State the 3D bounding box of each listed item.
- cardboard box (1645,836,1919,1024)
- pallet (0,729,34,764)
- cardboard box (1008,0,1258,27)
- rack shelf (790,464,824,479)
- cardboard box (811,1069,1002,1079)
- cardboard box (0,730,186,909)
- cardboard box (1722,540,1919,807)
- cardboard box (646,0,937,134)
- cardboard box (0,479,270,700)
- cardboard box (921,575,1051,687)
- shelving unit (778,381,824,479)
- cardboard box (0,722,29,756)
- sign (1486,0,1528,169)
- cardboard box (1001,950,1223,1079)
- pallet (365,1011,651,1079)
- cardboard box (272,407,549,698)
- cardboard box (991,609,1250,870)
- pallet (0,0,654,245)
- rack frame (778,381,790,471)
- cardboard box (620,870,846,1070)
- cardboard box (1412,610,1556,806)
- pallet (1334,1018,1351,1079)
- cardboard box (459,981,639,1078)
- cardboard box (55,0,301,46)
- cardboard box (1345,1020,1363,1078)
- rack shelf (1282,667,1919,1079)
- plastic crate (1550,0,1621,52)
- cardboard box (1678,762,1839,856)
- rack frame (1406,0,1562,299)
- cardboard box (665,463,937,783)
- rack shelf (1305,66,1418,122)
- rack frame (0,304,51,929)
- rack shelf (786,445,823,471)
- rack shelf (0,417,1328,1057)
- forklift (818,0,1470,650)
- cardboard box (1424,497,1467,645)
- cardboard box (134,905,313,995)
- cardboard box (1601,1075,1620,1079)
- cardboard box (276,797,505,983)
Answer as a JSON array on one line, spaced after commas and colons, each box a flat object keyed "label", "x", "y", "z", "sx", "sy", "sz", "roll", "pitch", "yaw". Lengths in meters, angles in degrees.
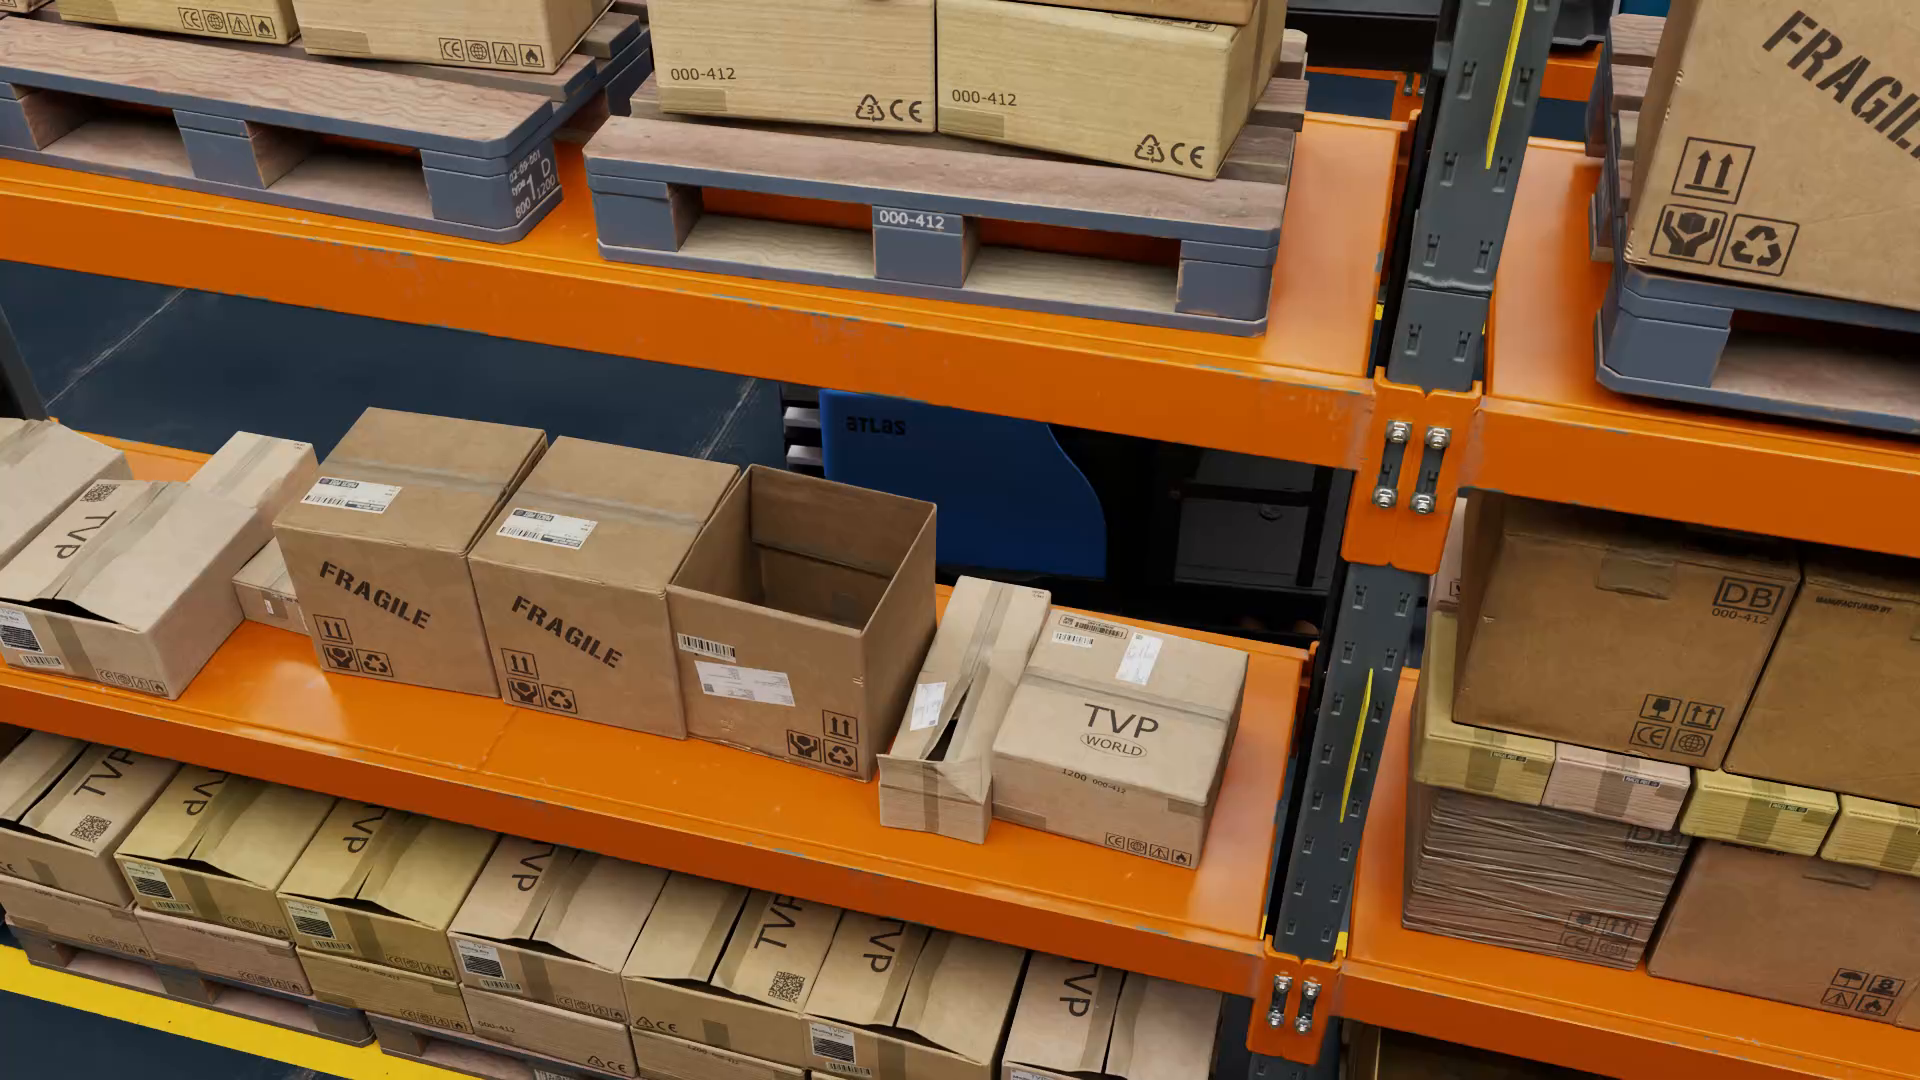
[{"label": "cardboard box", "x": 1.815, "y": 0.577, "z": 3.653, "sx": 0.500, "sy": 0.500, "sz": 0.700, "roll": 9, "pitch": 41, "yaw": 11}, {"label": "pallet", "x": -3.702, "y": 0.717, "z": 5.732, "sx": 1.213, "sy": 0.211, "sz": 1.003, "roll": 10, "pitch": 41, "yaw": 11}, {"label": "cardboard box", "x": 0.288, "y": -1.205, "z": 2.727, "sx": 0.500, "sy": 0.500, "sz": 0.500, "roll": 10, "pitch": 41, "yaw": 12}, {"label": "rack shelf", "x": -0.558, "y": -0.298, "z": 6.597, "sx": 0.200, "sy": 0.077, "sz": 0.258, "roll": 5, "pitch": 40, "yaw": 6}, {"label": "cardboard box", "x": -0.090, "y": 1.380, "z": 4.586, "sx": 0.500, "sy": 0.250, "sz": 0.500, "roll": 9, "pitch": 41, "yaw": 11}, {"label": "cardboard box", "x": -2.561, "y": 0.743, "z": 4.908, "sx": 0.500, "sy": 0.311, "sz": 0.500, "roll": 11, "pitch": 41, "yaw": 13}, {"label": "cardboard box", "x": 1.792, "y": 0.080, "z": 3.236, "sx": 0.500, "sy": 0.500, "sz": 0.700, "roll": 10, "pitch": 41, "yaw": 11}, {"label": "cardboard box", "x": -0.251, "y": -0.988, "z": 3.052, "sx": 0.500, "sy": 0.250, "sz": 0.500, "roll": 6, "pitch": 40, "yaw": 7}, {"label": "cardboard box", "x": -2.177, "y": 0.100, "z": 4.368, "sx": 0.500, "sy": 0.311, "sz": 0.500, "roll": 9, "pitch": 41, "yaw": 11}, {"label": "cardboard box", "x": 0.070, "y": 0.283, "z": 4.275, "sx": 0.250, "sy": 0.149, "sz": 0.380, "roll": 10, "pitch": 41, "yaw": 11}, {"label": "shelving unit", "x": -0.558, "y": -0.392, "z": 6.517, "sx": 0.210, "sy": 0.900, "sz": 0.258, "roll": 5, "pitch": 40, "yaw": 6}, {"label": "cardboard box", "x": -3.356, "y": 0.332, "z": 5.624, "sx": 0.500, "sy": 0.500, "sz": 0.500, "roll": 11, "pitch": 41, "yaw": 13}, {"label": "sign", "x": 0.743, "y": -0.667, "z": 2.233, "sx": 0.005, "sy": 0.325, "sz": 0.100, "roll": 10, "pitch": 41, "yaw": 11}, {"label": "cardboard box", "x": 0.408, "y": 1.250, "z": 4.305, "sx": 0.500, "sy": 0.311, "sz": 0.500, "roll": 10, "pitch": 41, "yaw": 11}, {"label": "pallet", "x": -1.031, "y": 1.230, "z": 5.122, "sx": 1.213, "sy": 0.211, "sz": 1.003, "roll": 10, "pitch": 41, "yaw": 11}, {"label": "cardboard box", "x": -1.365, "y": 0.027, "z": 4.308, "sx": 0.500, "sy": 0.500, "sz": 0.500, "roll": 8, "pitch": 41, "yaw": 9}, {"label": "cardboard box", "x": 0.387, "y": 0.464, "z": 3.981, "sx": 0.500, "sy": 0.250, "sz": 0.500, "roll": 12, "pitch": 42, "yaw": 14}, {"label": "pallet", "x": -1.231, "y": -1.038, "z": 3.469, "sx": 1.213, "sy": 0.211, "sz": 1.003, "roll": 12, "pitch": 41, "yaw": 13}, {"label": "rack frame", "x": -0.659, "y": -0.401, "z": 6.528, "sx": 0.006, "sy": 0.900, "sz": 0.240, "roll": 5, "pitch": 40, "yaw": 6}, {"label": "cardboard box", "x": -0.578, "y": 1.083, "z": 4.504, "sx": 0.500, "sy": 0.311, "sz": 0.500, "roll": 10, "pitch": 41, "yaw": 11}, {"label": "cardboard box", "x": 1.083, "y": 0.340, "z": 3.431, "sx": 0.250, "sy": 0.149, "sz": 0.380, "roll": 10, "pitch": 41, "yaw": 11}, {"label": "pallet", "x": 1.631, "y": 1.688, "z": 4.576, "sx": 1.213, "sy": 0.211, "sz": 1.003, "roll": 10, "pitch": 41, "yaw": 11}, {"label": "cardboard box", "x": -1.076, "y": 1.209, "z": 4.789, "sx": 0.500, "sy": 0.250, "sz": 0.500, "roll": 11, "pitch": 41, "yaw": 12}, {"label": "cardboard box", "x": -1.477, "y": -1.237, "z": 3.348, "sx": 0.500, "sy": 0.250, "sz": 0.500, "roll": 9, "pitch": 41, "yaw": 11}, {"label": "cardboard box", "x": 1.378, "y": 1.295, "z": 4.687, "sx": 0.500, "sy": 0.250, "sz": 0.500, "roll": 10, "pitch": 41, "yaw": 11}, {"label": "rack shelf", "x": 2.805, "y": 1.069, "z": 3.704, "sx": 4.000, "sy": 0.370, "sz": 1.077, "roll": 10, "pitch": 41, "yaw": 11}, {"label": "plastic crate", "x": 2.630, "y": -2.425, "z": 7.354, "sx": 0.504, "sy": 0.338, "sz": 0.767, "roll": 10, "pitch": 41, "yaw": 11}, {"label": "cardboard box", "x": 1.575, "y": 0.423, "z": 3.331, "sx": 0.250, "sy": 0.149, "sz": 0.380, "roll": 9, "pitch": 41, "yaw": 10}, {"label": "rack frame", "x": 0.873, "y": -1.836, "z": 1.939, "sx": 0.127, "sy": 3.000, "sz": 1.000, "roll": 10, "pitch": 41, "yaw": 11}, {"label": "cardboard box", "x": -0.373, "y": 0.198, "z": 4.104, "sx": 0.500, "sy": 0.500, "sz": 0.500, "roll": 13, "pitch": 42, "yaw": 15}, {"label": "rack shelf", "x": 0.225, "y": -2.672, "z": 8.159, "sx": 4.000, "sy": 0.370, "sz": 1.077, "roll": 10, "pitch": 41, "yaw": 11}, {"label": "rack frame", "x": -2.991, "y": -0.203, "z": 4.660, "sx": 0.127, "sy": 3.000, "sz": 1.000, "roll": 10, "pitch": 41, "yaw": 11}, {"label": "rack shelf", "x": -0.558, "y": -0.367, "z": 6.539, "sx": 0.200, "sy": 0.077, "sz": 0.258, "roll": 5, "pitch": 40, "yaw": 6}, {"label": "rack shelf", "x": -1.059, "y": 0.405, "z": 4.495, "sx": 4.000, "sy": 0.370, "sz": 1.077, "roll": 10, "pitch": 41, "yaw": 11}, {"label": "forklift", "x": 1.050, "y": -1.027, "z": 5.693, "sx": 3.031, "sy": 2.935, "sz": 1.130, "roll": 5, "pitch": 40, "yaw": 6}, {"label": "cardboard box", "x": 1.192, "y": 0.087, "z": 3.732, "sx": 0.250, "sy": 0.149, "sz": 0.380, "roll": 10, "pitch": 41, "yaw": 11}, {"label": "cardboard box", "x": -2.075, "y": 1.041, "z": 4.989, "sx": 0.500, "sy": 0.250, "sz": 0.500, "roll": 9, "pitch": 41, "yaw": 10}, {"label": "cardboard box", "x": 1.726, "y": 1.416, "z": 3.960, "sx": 0.500, "sy": 0.500, "sz": 0.500, "roll": 10, "pitch": 41, "yaw": 11}, {"label": "cardboard box", "x": -1.559, "y": 0.912, "z": 4.707, "sx": 0.500, "sy": 0.311, "sz": 0.500, "roll": 9, "pitch": 41, "yaw": 10}]
